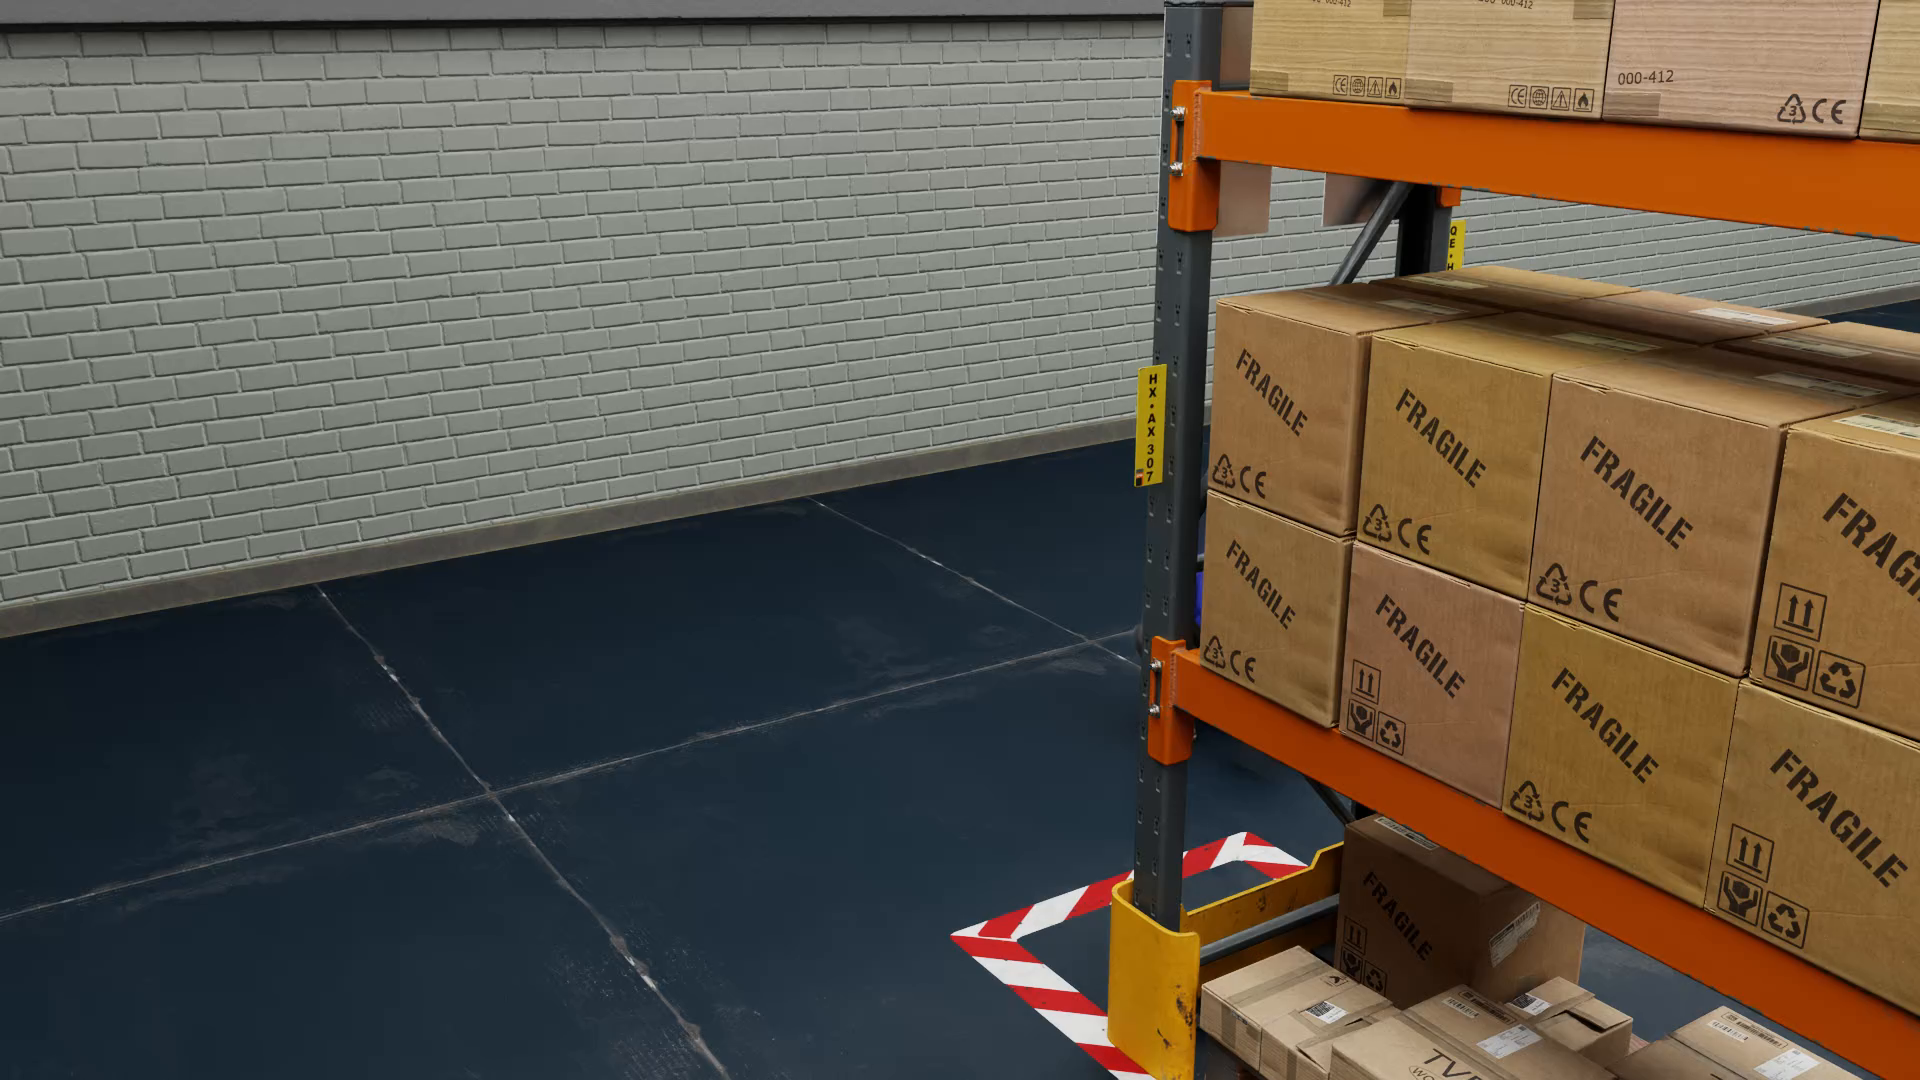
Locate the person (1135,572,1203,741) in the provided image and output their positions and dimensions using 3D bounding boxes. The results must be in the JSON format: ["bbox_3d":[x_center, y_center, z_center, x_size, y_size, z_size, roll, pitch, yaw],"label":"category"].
[{"bbox_3d":[1.110,0.407,7.007,0.469,0.938,0.827,-12,22,-32],"label":"person"}]
